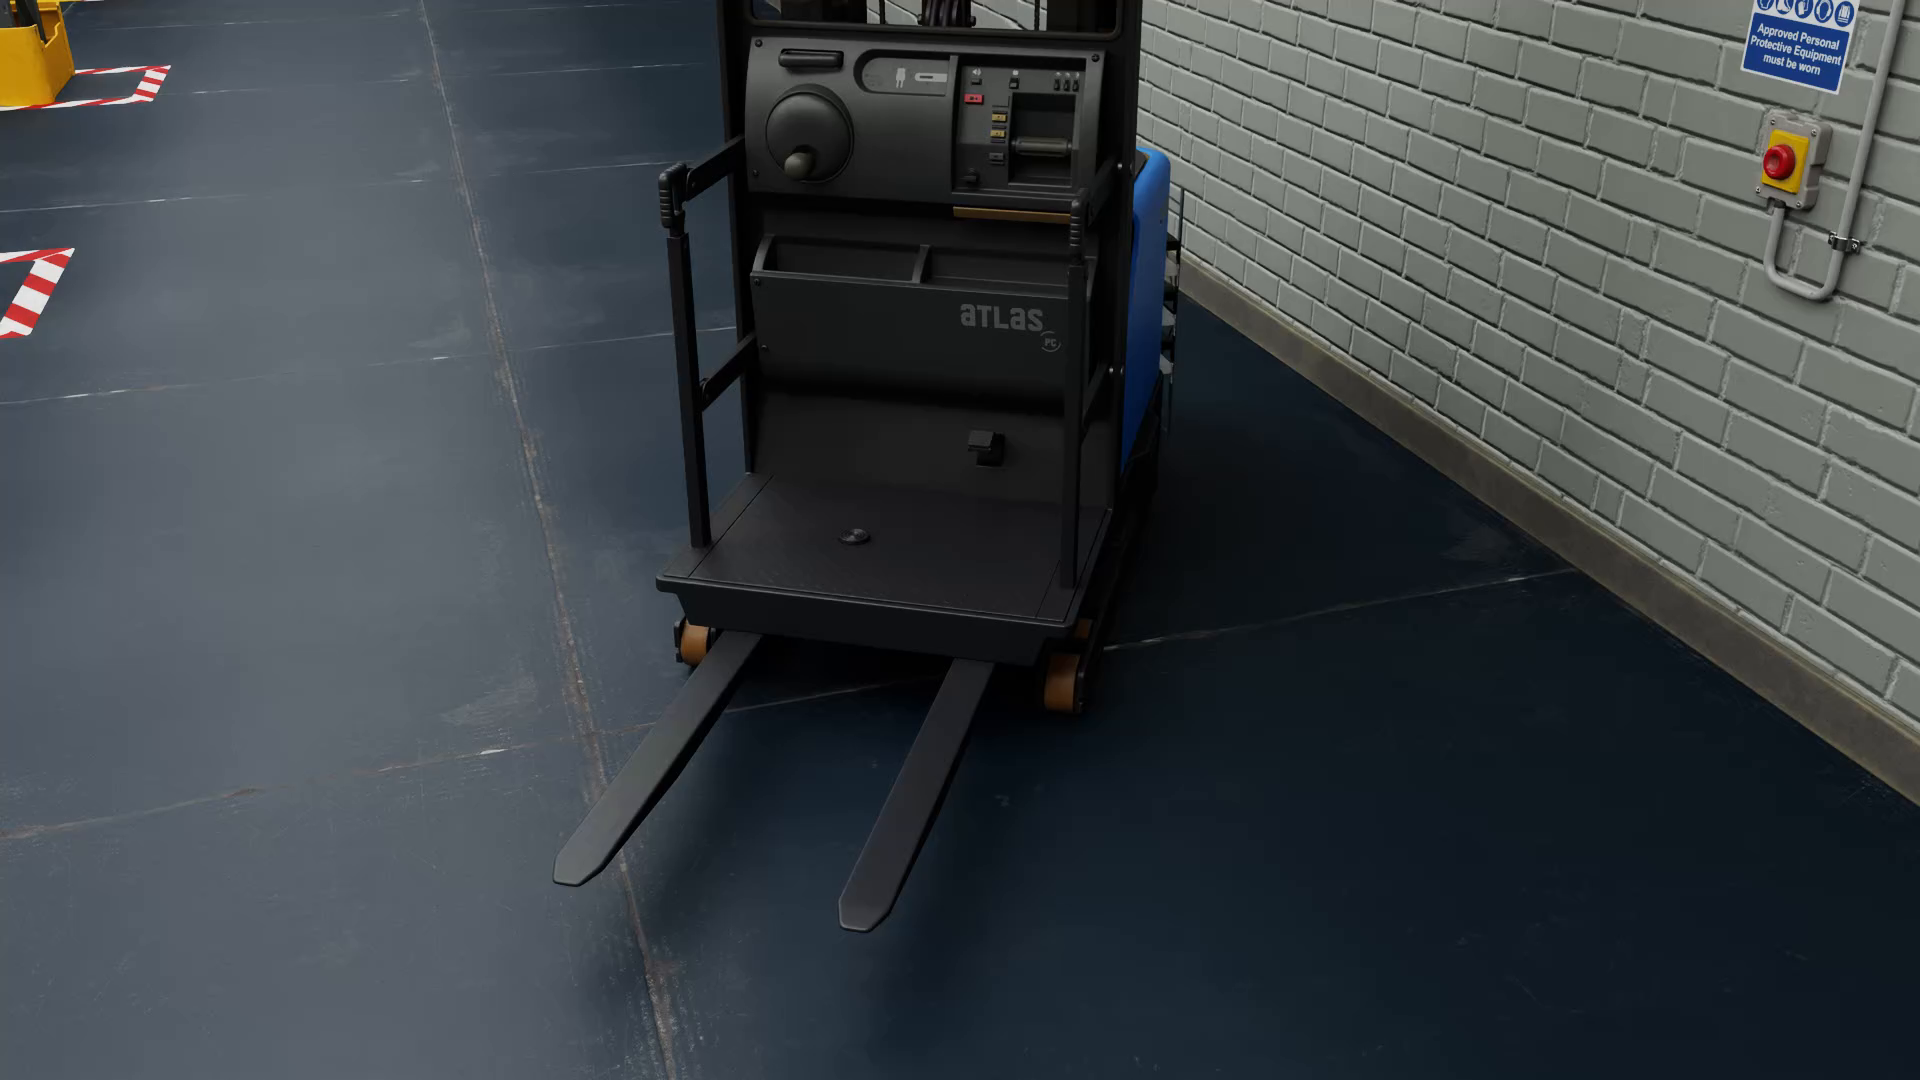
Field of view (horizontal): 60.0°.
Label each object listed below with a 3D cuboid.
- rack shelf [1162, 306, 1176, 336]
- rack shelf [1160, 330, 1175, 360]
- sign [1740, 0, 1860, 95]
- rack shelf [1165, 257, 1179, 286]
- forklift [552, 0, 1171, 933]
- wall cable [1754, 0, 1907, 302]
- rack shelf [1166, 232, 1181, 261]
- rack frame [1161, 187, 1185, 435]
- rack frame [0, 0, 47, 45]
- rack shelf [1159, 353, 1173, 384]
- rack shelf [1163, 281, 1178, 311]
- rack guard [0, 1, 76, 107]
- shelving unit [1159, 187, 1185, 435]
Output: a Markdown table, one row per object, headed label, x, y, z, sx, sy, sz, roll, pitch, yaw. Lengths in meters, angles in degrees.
| label | x | y | z | sx | sy | sz | roll | pitch | yaw |
| --- | --- | --- | --- | --- | --- | --- | --- | --- | --- |
| rack shelf | 0.630 | -0.796 | 5.916 | 0.200 | 0.077 | 0.258 | -6 | 27 | -12 |
| rack shelf | 0.630 | -0.715 | 5.956 | 0.200 | 0.077 | 0.258 | -6 | 27 | -12 |
| sign | 2.031 | -1.221 | 4.032 | 0.001 | 0.218 | 0.327 | -8 | 28 | -16 |
| rack shelf | 0.630 | -0.957 | 5.836 | 0.200 | 0.077 | 0.258 | -6 | 27 | -12 |
| forklift | -0.146 | -1.044 | 4.056 | 1.130 | 2.935 | 3.031 | 6 | 27 | 12 |
| wall cable | 1.987 | -1.540 | 3.801 | 0.123 | 1.953 | 0.585 | -8 | 28 | -16 |
| rack shelf | 0.630 | -1.038 | 5.796 | 0.200 | 0.077 | 0.258 | -6 | 27 | -12 |
| rack frame | 0.729 | -0.836 | 5.923 | 0.006 | 0.900 | 0.240 | -6 | 27 | -12 |
| rack frame | -6.436 | -4.475 | 10.890 | 0.127 | 3.000 | 1.000 | -8 | 28 | -16 |
| rack shelf | 0.630 | -0.635 | 5.996 | 0.200 | 0.077 | 0.258 | -6 | 27 | -12 |
| rack shelf | 0.630 | -0.877 | 5.876 | 0.200 | 0.077 | 0.258 | -6 | 27 | -12 |
| rack guard | -6.413 | -3.358 | 11.453 | 0.348 | 0.500 | 1.175 | -8 | 28 | -16 |
| shelving unit | 0.630 | -0.826 | 5.902 | 0.210 | 0.900 | 0.258 | -6 | 27 | -12 |
